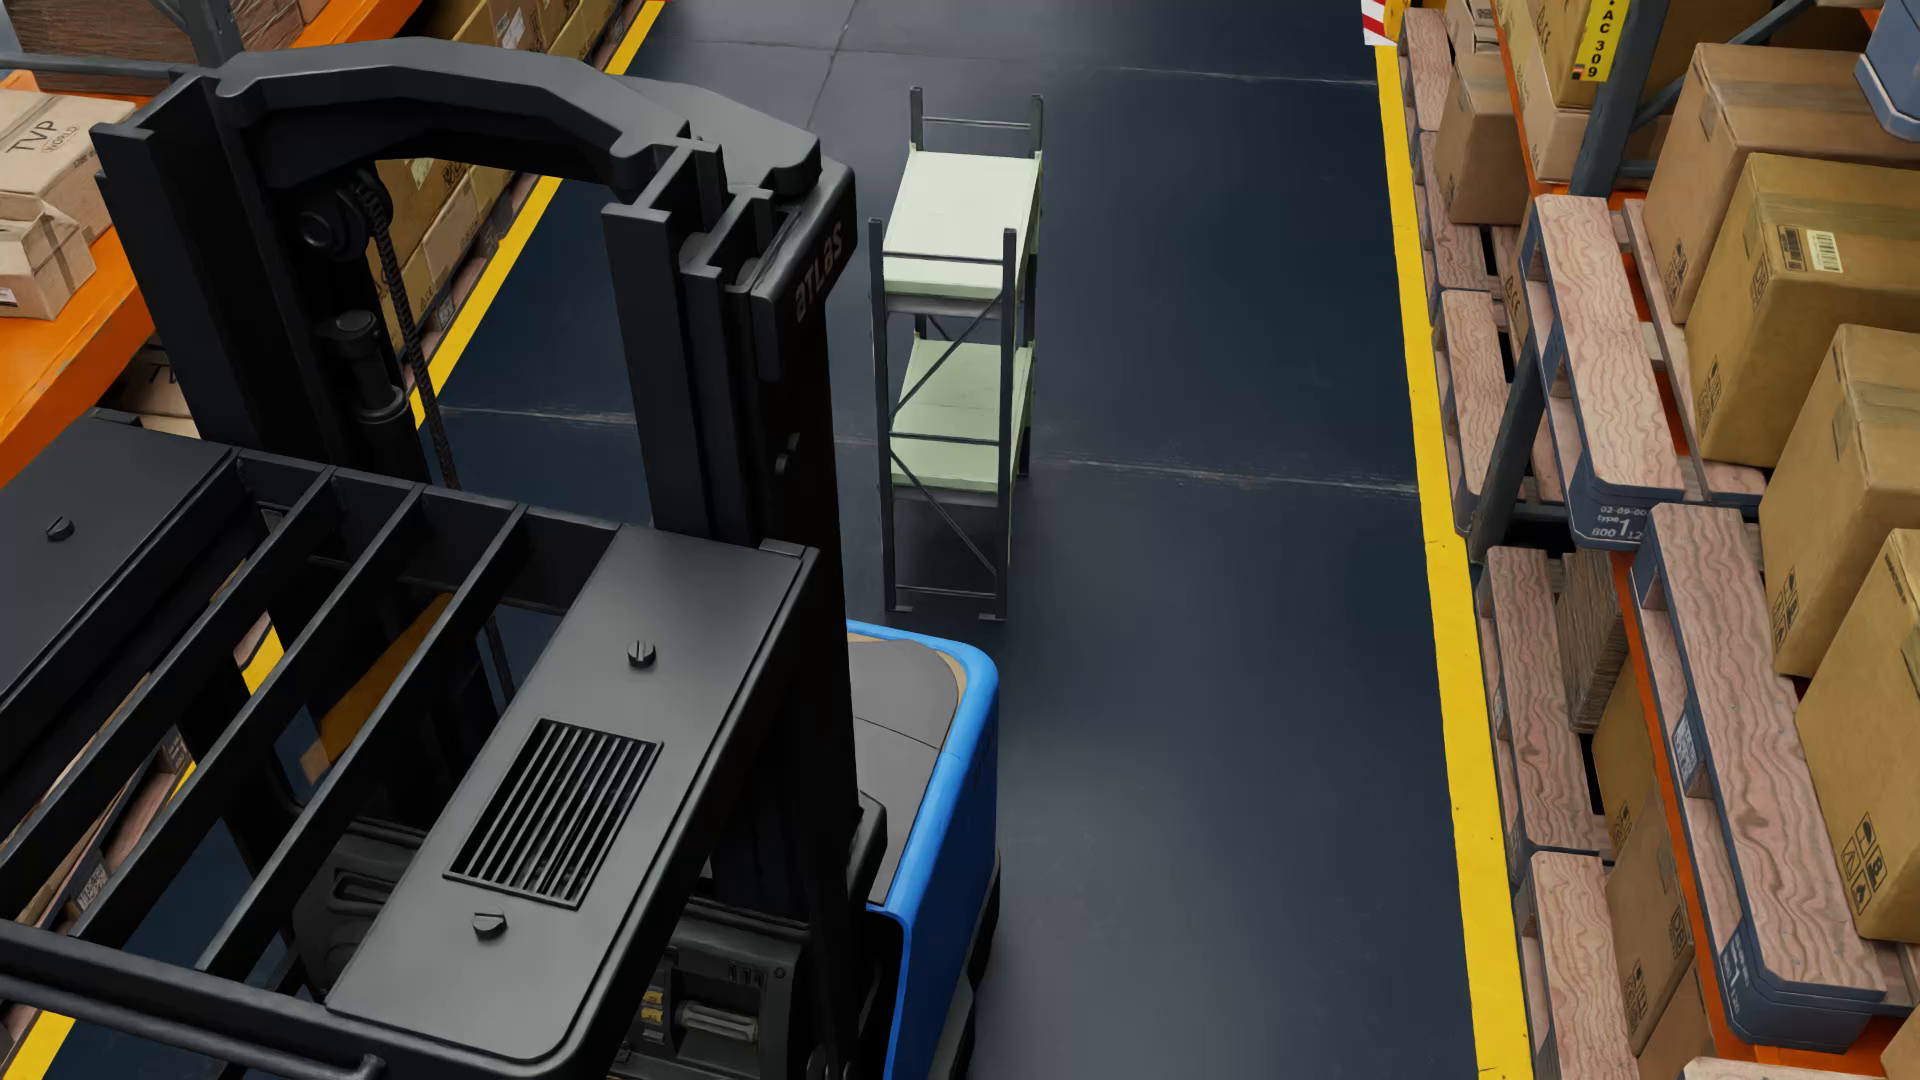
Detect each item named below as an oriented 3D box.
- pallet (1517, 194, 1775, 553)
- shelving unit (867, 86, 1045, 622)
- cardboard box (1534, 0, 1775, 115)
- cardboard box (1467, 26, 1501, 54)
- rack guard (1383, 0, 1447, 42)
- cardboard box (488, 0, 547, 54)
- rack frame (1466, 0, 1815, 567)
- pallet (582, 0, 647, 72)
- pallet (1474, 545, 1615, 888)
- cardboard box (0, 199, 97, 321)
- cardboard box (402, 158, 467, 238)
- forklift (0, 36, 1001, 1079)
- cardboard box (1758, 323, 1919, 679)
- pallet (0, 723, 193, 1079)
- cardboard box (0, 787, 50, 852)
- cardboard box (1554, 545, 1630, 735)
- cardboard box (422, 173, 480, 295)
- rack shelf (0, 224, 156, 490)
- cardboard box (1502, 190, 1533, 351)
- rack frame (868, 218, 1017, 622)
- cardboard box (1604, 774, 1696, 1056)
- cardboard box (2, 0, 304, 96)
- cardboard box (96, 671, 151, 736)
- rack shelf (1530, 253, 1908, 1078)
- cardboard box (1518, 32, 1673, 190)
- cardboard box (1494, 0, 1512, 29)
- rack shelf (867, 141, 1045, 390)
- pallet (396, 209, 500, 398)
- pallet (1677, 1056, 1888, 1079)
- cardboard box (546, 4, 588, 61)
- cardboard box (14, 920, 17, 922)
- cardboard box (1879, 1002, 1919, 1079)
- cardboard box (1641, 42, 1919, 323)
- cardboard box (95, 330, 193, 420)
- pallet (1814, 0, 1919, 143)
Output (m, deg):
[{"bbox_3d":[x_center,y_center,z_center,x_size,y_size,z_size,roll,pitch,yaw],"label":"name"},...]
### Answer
[{"bbox_3d":[1.993,-0.422,4.154,1.003,0.211,1.213,5,44,6],"label":"pallet"},{"bbox_3d":[0.001,-0.549,5.239,0.431,1.500,0.755,5,44,6],"label":"shelving unit"},{"bbox_3d":[1.994,-1.575,4.781,0.500,0.500,0.500,5,44,5],"label":"cardboard box"},{"bbox_3d":[2.511,-2.057,7.377,0.500,0.311,0.500,9,44,9],"label":"cardboard box"},{"bbox_3d":[2.757,-2.766,8.308,1.175,0.500,0.348,5,44,6],"label":"rack guard"},{"bbox_3d":[-2.105,-2.184,7.024,0.500,0.500,0.500,5,44,6],"label":"cardboard box"},{"bbox_3d":[2.238,-1.000,4.624,1.000,3.000,0.127,5,44,6],"label":"rack frame"},{"bbox_3d":[-2.203,-2.636,8.380,1.003,0.211,1.213,5,44,6],"label":"pallet"},{"bbox_3d":[2.137,0.544,5.022,1.003,0.211,1.213,5,44,6],"label":"pallet"},{"bbox_3d":[-2.607,-0.783,4.493,0.396,0.266,0.258,4,44,4],"label":"cardboard box"},{"bbox_3d":[-2.243,-1.503,6.304,0.500,0.500,0.500,5,44,6],"label":"cardboard box"},{"bbox_3d":[-0.781,0.859,2.711,1.130,2.935,3.031,11,45,11],"label":"forklift"},{"bbox_3d":[2.000,-0.020,3.197,0.700,0.500,0.500,11,45,11],"label":"cardboard box"},{"bbox_3d":[-2.890,0.905,4.641,1.003,0.211,1.213,5,44,6],"label":"pallet"},{"bbox_3d":[-2.643,0.534,4.291,0.500,0.311,0.500,5,44,5],"label":"cardboard box"},{"bbox_3d":[2.157,0.251,4.801,0.700,0.500,0.500,7,44,7],"label":"cardboard box"},{"bbox_3d":[-2.240,-1.230,6.562,0.500,0.250,0.500,5,44,6],"label":"cardboard box"},{"bbox_3d":[-2.937,0.177,3.905,1.077,0.370,4.000,5,44,6],"label":"rack shelf"},{"bbox_3d":[2.336,-0.963,6.083,0.500,0.500,0.500,2,43,2],"label":"cardboard box"},{"bbox_3d":[-0.048,-0.300,4.976,0.400,1.500,0.023,5,44,6],"label":"rack frame"},{"bbox_3d":[2.031,0.952,4.061,0.700,0.500,0.500,6,44,6],"label":"cardboard box"},{"bbox_3d":[-2.620,-1.787,5.383,0.700,0.500,0.500,4,44,4],"label":"cardboard box"},{"bbox_3d":[-2.576,0.401,4.839,0.500,0.250,0.500,6,44,6],"label":"cardboard box"},{"bbox_3d":[1.974,0.625,3.432,1.077,0.370,4.000,5,44,6],"label":"rack shelf"},{"bbox_3d":[2.000,-1.303,5.039,0.500,0.250,0.500,5,44,6],"label":"cardboard box"},{"bbox_3d":[2.125,-1.986,5.760,0.500,0.250,0.500,5,44,5],"label":"cardboard box"},{"bbox_3d":[0.001,-0.833,4.971,0.431,0.370,0.720,5,44,6],"label":"rack shelf"},{"bbox_3d":[-2.526,-0.973,6.624,1.003,0.211,1.213,5,44,6],"label":"pallet"},{"bbox_3d":[1.698,1.301,2.334,1.213,0.211,1.003,5,44,6],"label":"pallet"},{"bbox_3d":[-2.040,-2.252,7.642,0.500,0.250,0.500,5,44,6],"label":"cardboard box"},{"bbox_3d":[-2.713,1.097,4.104,0.500,0.250,0.500,4,44,4],"label":"cardboard box"},{"bbox_3d":[1.808,0.826,2.303,0.700,0.500,0.500,1,43,2],"label":"cardboard box"},{"bbox_3d":[2.137,-0.852,4.075,0.700,0.500,0.500,5,44,6],"label":"cardboard box"},{"bbox_3d":[-2.442,-0.503,5.386,0.500,0.311,0.500,5,44,6],"label":"cardboard box"},{"bbox_3d":[1.917,-0.902,2.476,1.213,0.211,1.003,5,44,6],"label":"pallet"}]
